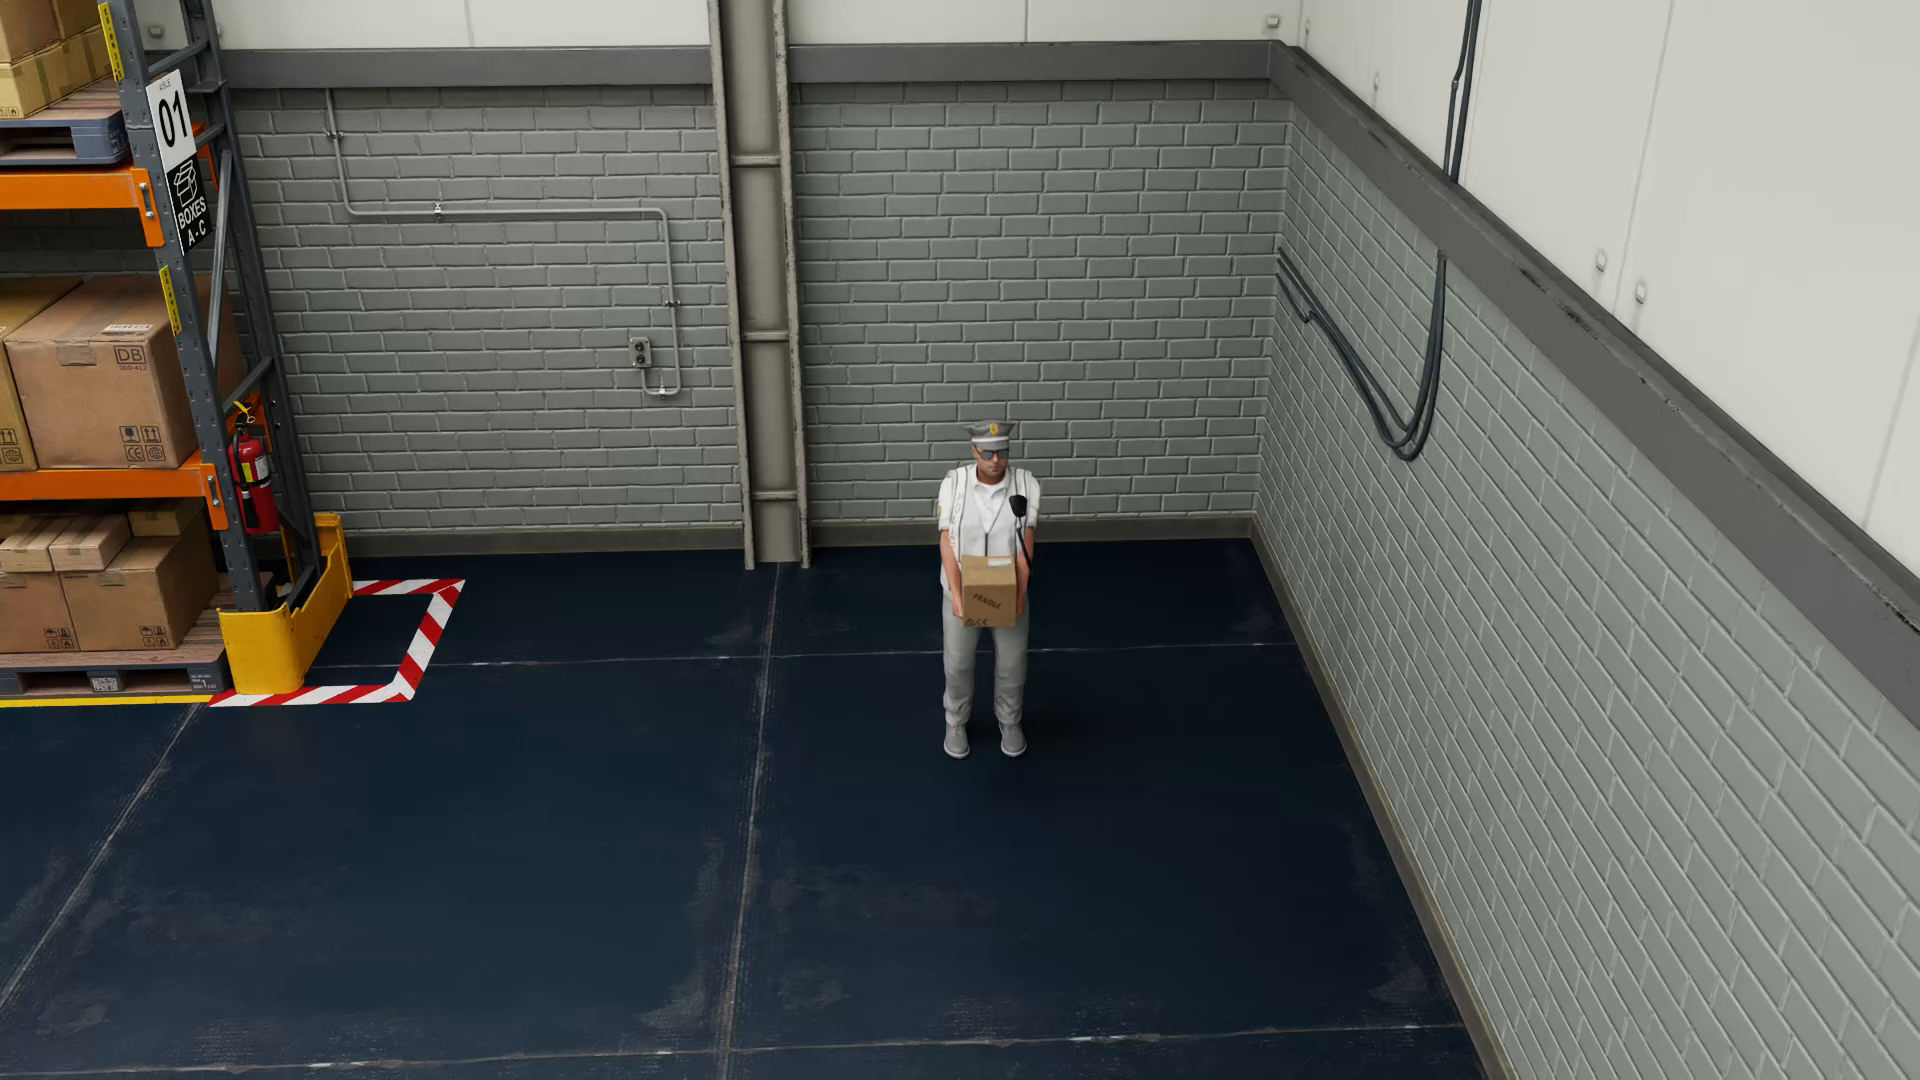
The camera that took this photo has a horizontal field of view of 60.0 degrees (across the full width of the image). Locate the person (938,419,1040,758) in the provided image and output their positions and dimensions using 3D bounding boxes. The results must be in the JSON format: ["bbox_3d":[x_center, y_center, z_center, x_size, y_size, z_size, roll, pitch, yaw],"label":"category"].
[{"bbox_3d":[0.142,0.267,8.081,0.494,1.767,0.563,-1,27,-2],"label":"person"}]
